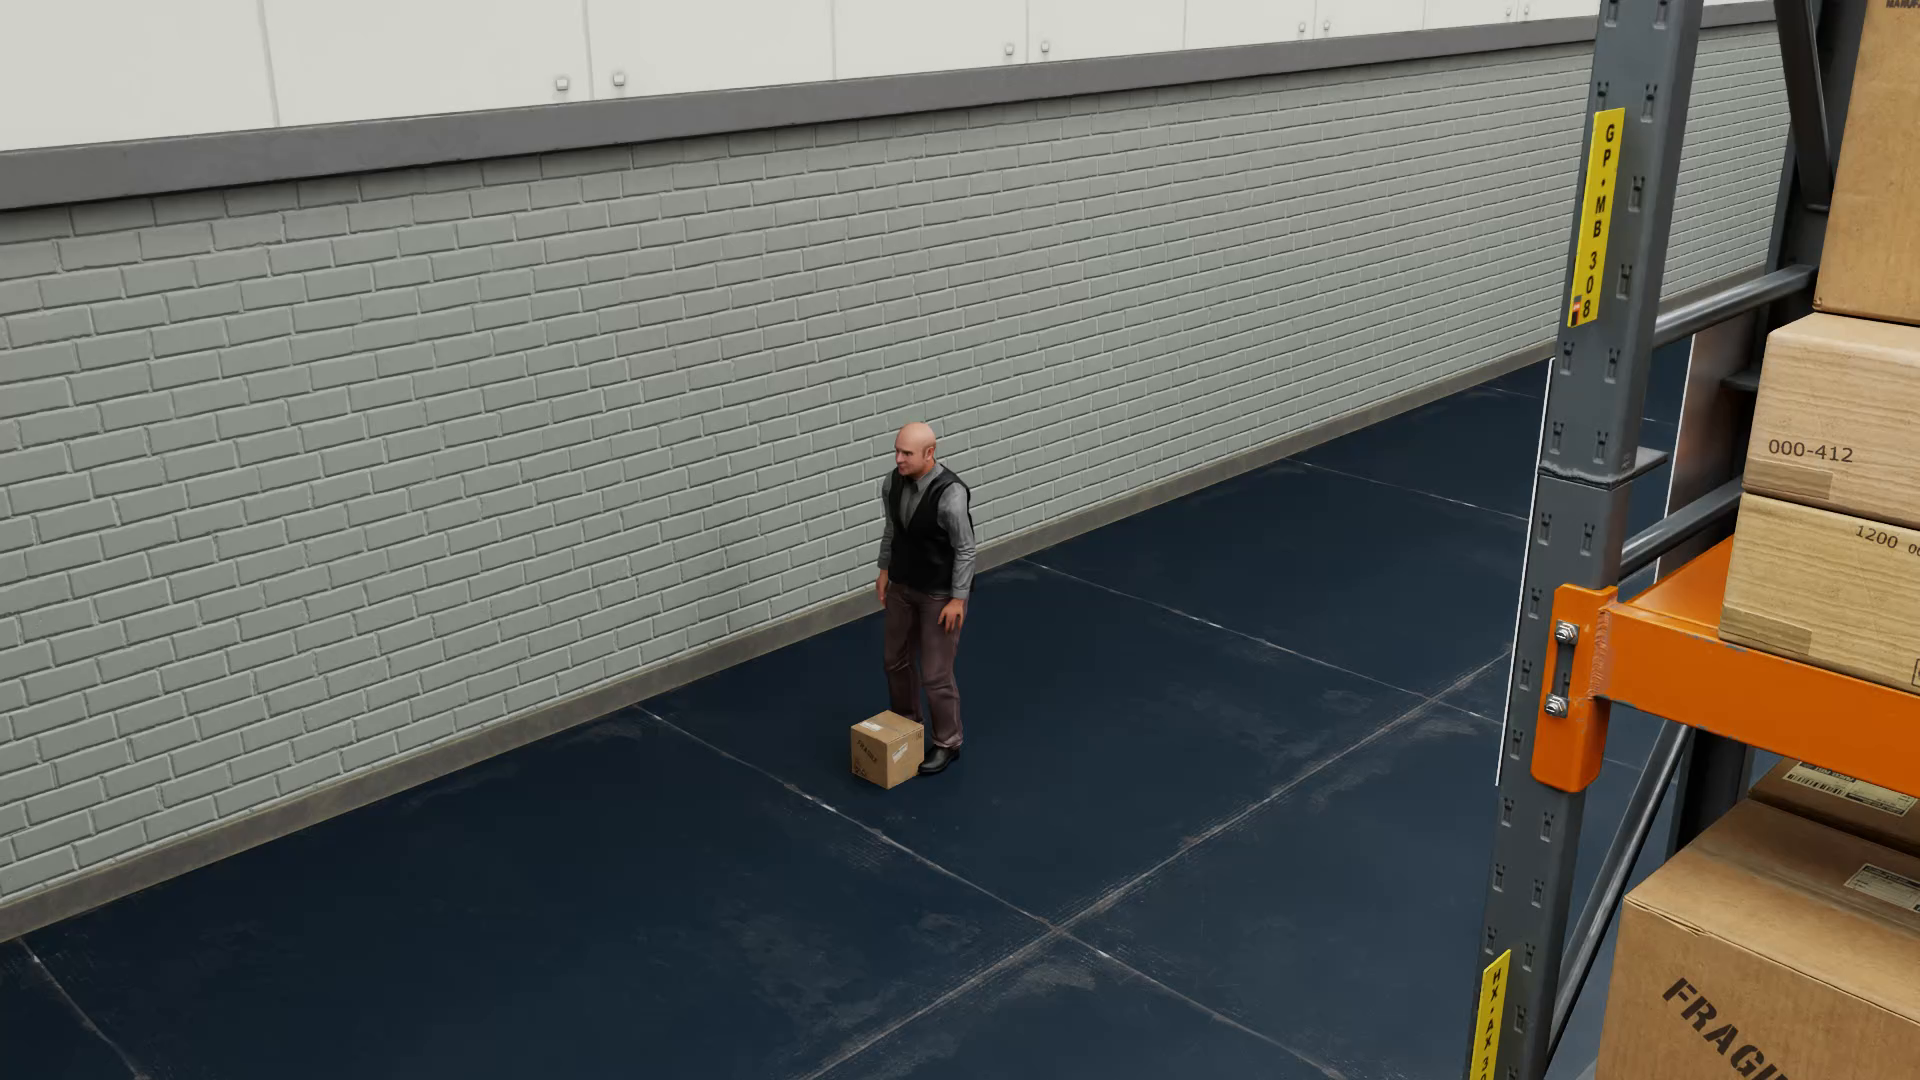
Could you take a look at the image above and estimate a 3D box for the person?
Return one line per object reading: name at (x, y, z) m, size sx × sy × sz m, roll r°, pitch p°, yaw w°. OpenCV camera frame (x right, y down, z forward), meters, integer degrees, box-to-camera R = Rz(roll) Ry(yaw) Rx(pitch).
person at (-0.160, 0.246, 7.952) m, size 0.421 × 1.720 × 0.580 m, roll -19°, pitch 28°, yaw -41°
